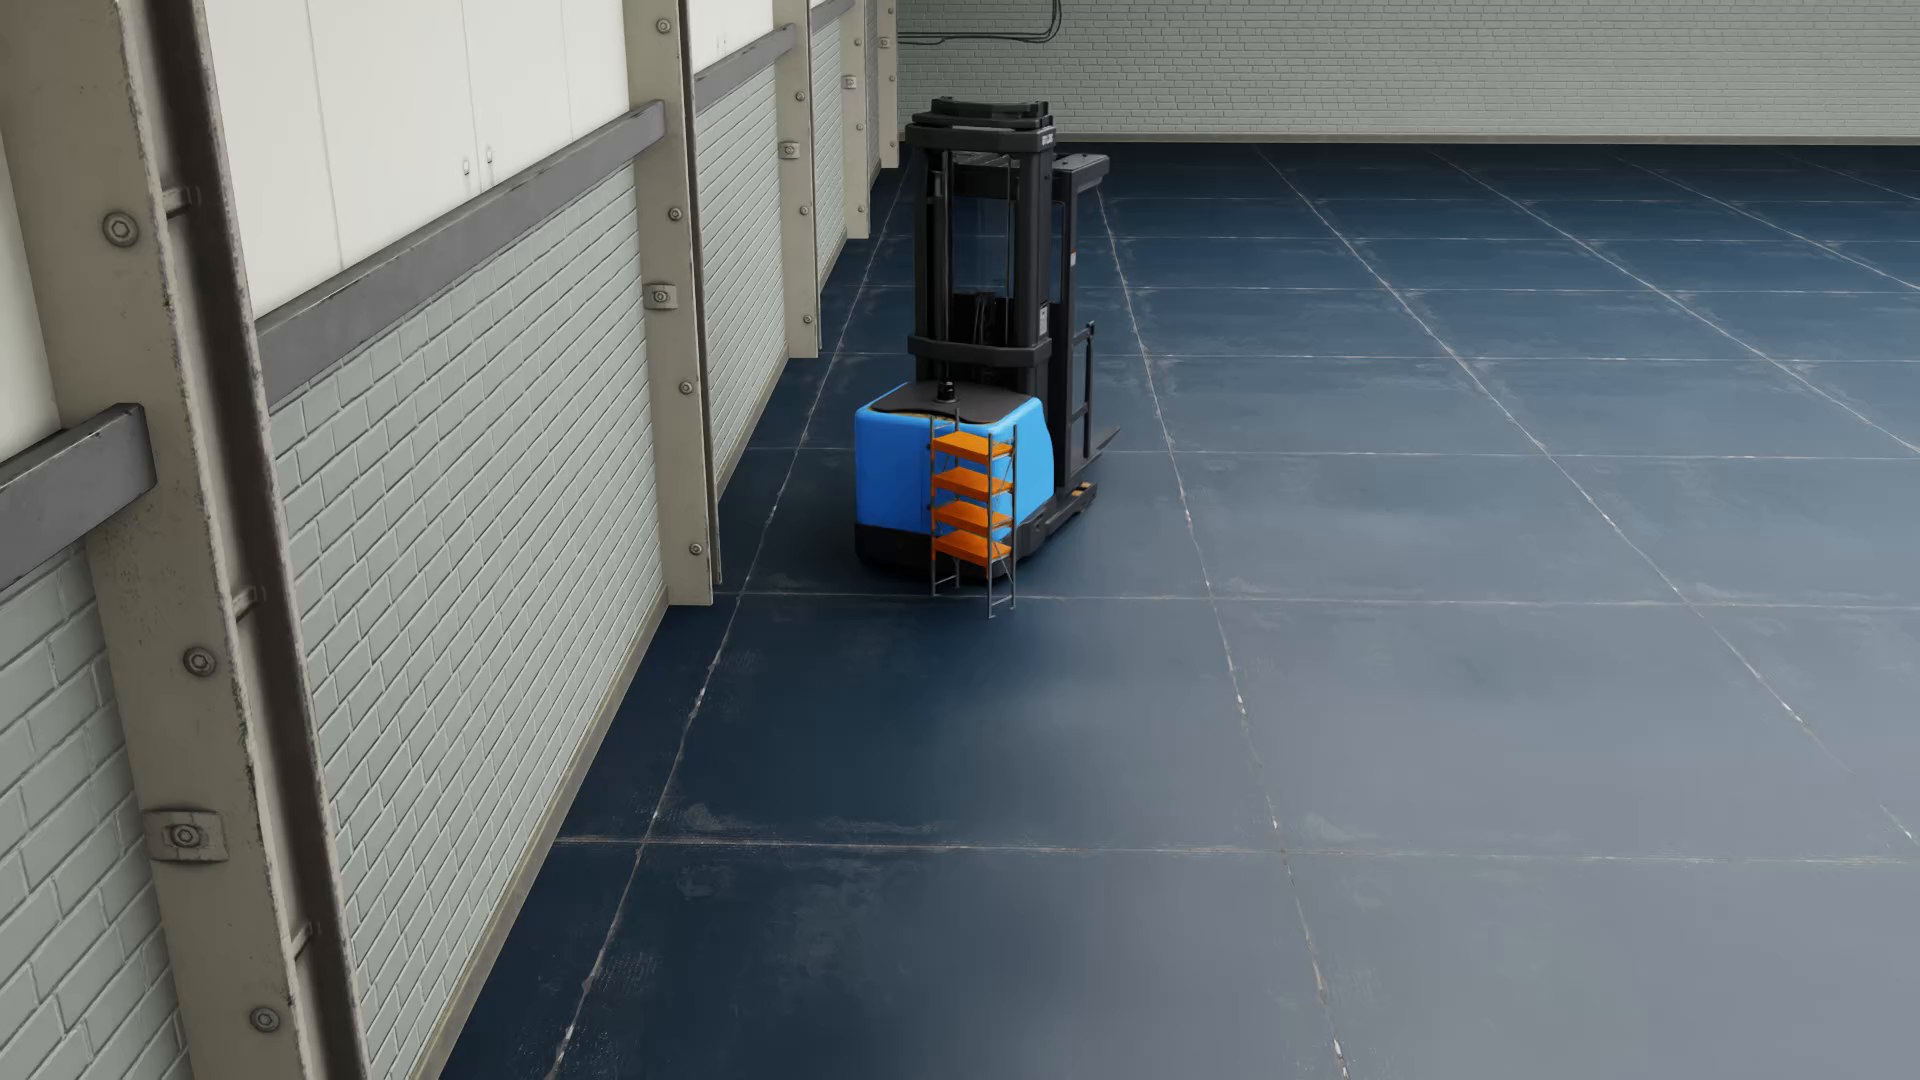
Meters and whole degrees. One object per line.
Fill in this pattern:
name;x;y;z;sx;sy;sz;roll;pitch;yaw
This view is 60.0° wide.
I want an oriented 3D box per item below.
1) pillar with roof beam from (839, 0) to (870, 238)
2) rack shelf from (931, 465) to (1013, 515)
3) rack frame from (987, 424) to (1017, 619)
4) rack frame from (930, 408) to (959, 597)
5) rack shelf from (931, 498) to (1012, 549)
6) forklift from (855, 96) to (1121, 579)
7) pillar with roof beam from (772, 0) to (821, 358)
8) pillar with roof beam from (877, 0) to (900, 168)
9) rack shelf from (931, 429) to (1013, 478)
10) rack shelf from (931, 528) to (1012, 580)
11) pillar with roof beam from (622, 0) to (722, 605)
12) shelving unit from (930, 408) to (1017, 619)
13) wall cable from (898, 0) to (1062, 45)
pillar with roof beam;2.956;-8.148;20.090;9.100;9.000;0.400;1;21;2
rack shelf;0.081;-0.312;10.242;0.480;0.148;0.258;19;28;40
rack frame;0.257;-0.105;10.141;0.015;1.200;0.240;19;28;40
rack frame;-0.095;-0.227;10.456;0.015;1.200;0.240;19;28;40
rack shelf;0.081;-0.104;10.323;0.480;0.148;0.258;19;28;40
forklift;0.362;-1.616;11.642;1.130;2.935;3.031;9;23;22
pillar with roof beam;2.774;-5.979;14.499;9.100;9.000;0.400;1;21;2
pillar with roof beam;3.139;-10.318;25.681;9.100;9.000;0.400;1;21;2
rack shelf;0.081;-0.533;10.157;0.480;0.148;0.258;19;28;40
rack shelf;0.081;0.082;10.395;0.480;0.148;0.258;19;28;40
pillar with roof beam;2.591;-3.810;8.907;9.100;9.000;0.400;1;21;2
shelving unit;0.081;-0.166;10.299;0.503;1.200;0.258;19;28;40
wall cable;0.247;-9.968;29.072;3.097;2.526;0.112;1;21;2
